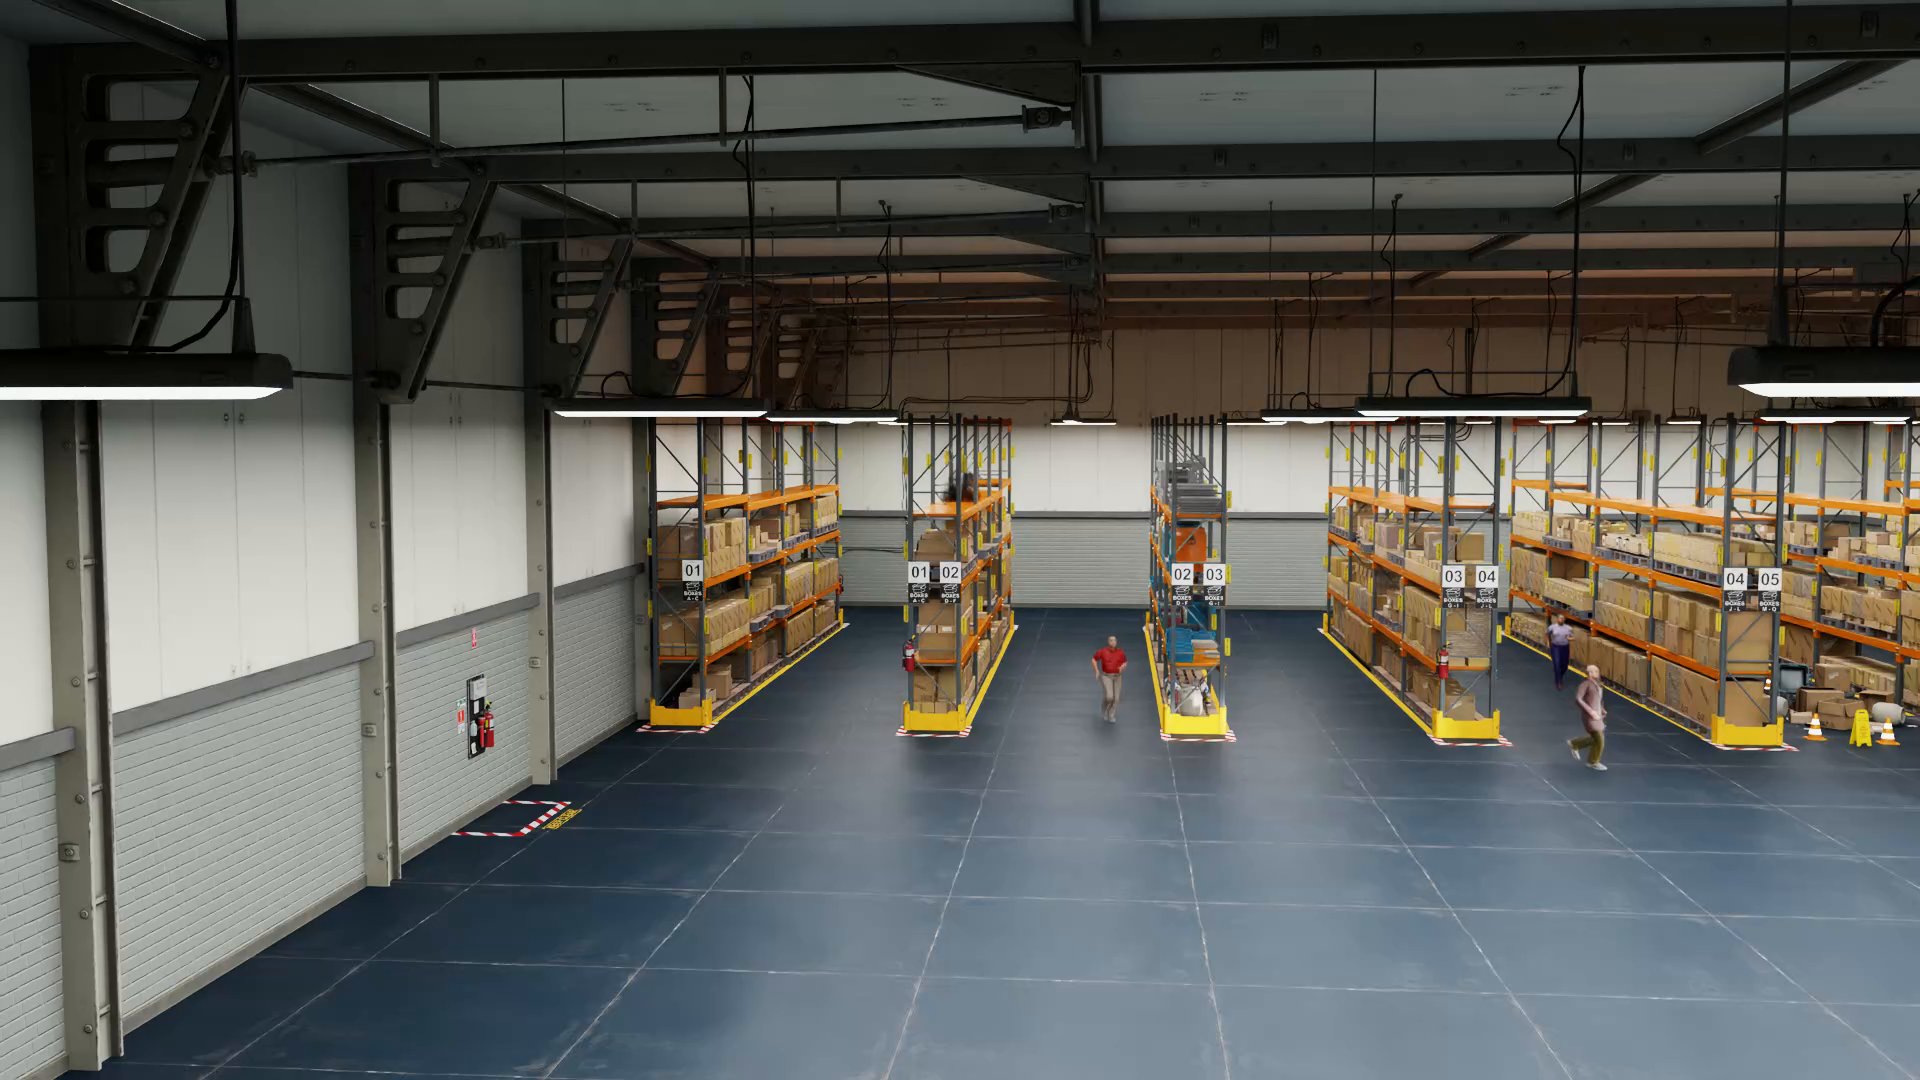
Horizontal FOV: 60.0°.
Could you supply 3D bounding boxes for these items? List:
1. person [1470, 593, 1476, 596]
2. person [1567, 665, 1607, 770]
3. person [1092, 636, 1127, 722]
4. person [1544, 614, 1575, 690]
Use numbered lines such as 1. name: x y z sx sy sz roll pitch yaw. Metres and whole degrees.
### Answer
1. person: 14.292 1.809 46.882 0.458 1.505 0.613 -2 4 -28
2. person: 10.589 2.972 28.069 0.742 1.742 0.737 3 5 42
3. person: 2.941 2.698 32.209 0.647 1.686 0.644 -1 4 -14
4. person: 13.176 2.428 36.511 0.607 1.631 0.943 0 4 5
